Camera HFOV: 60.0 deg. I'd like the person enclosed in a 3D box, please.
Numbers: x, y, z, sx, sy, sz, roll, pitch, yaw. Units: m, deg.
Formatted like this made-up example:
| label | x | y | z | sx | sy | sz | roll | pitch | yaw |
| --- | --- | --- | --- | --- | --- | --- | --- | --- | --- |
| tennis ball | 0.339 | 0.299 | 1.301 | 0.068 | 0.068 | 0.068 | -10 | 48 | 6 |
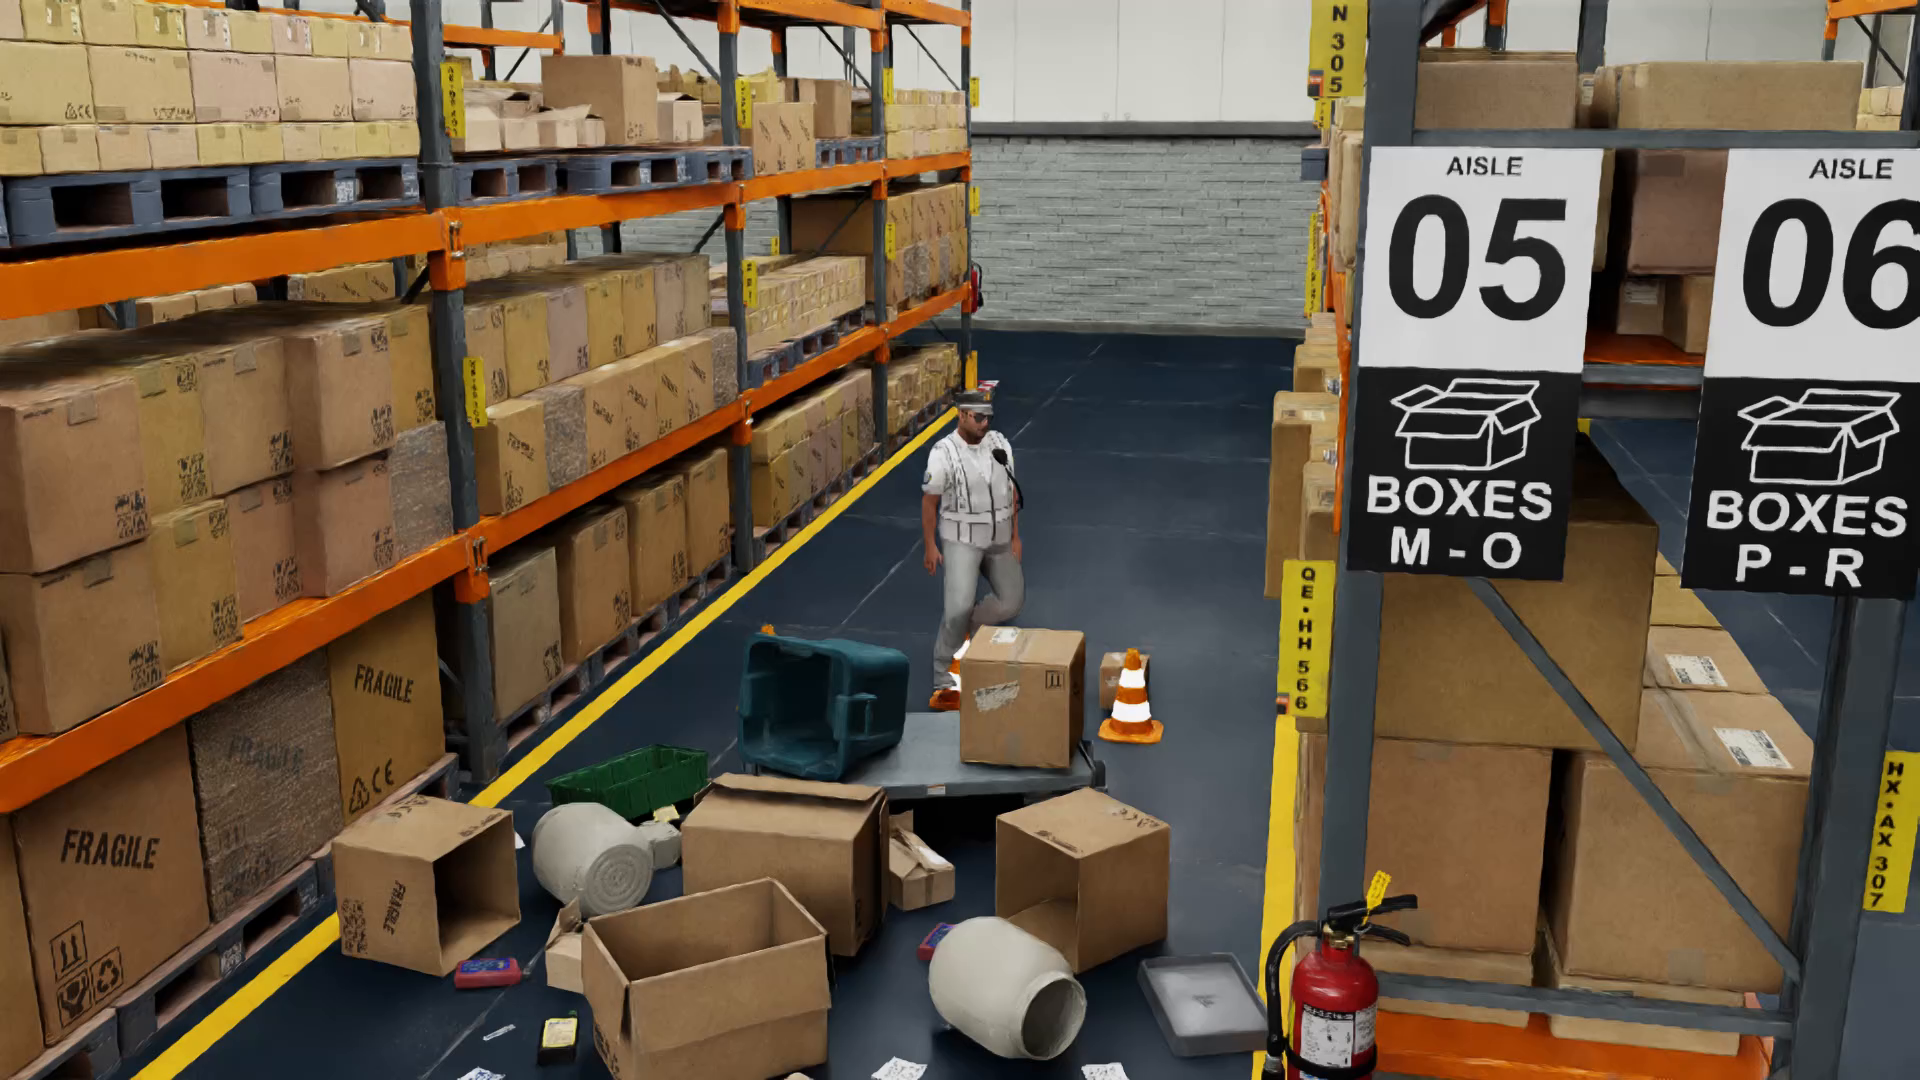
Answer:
| label | x | y | z | sx | sy | sz | roll | pitch | yaw |
| --- | --- | --- | --- | --- | --- | --- | --- | --- | --- |
| person | 0.022 | -0.021 | 9.436 | 0.664 | 1.711 | 0.664 | -9 | 17 | -30 |
